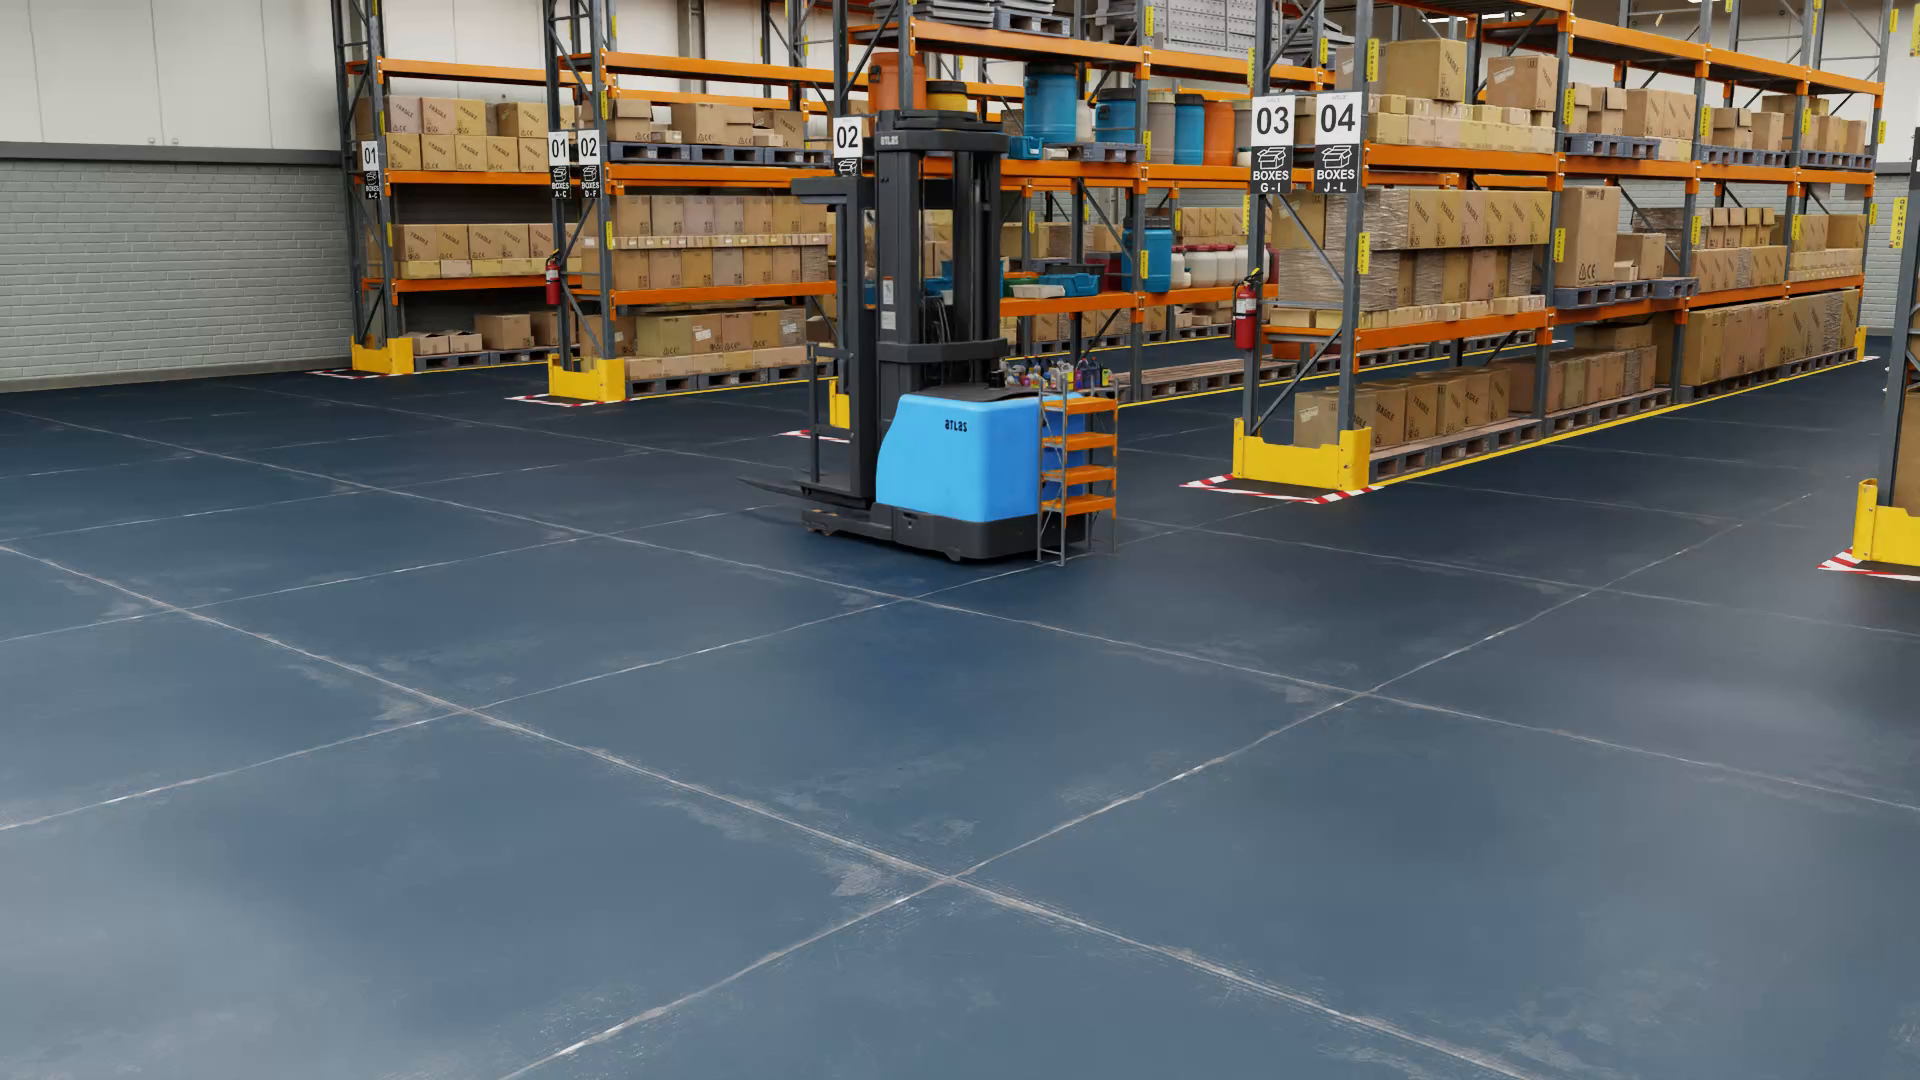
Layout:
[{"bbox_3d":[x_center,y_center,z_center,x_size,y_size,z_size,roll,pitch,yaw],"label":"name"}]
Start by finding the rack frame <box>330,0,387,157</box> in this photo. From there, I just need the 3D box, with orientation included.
[{"bbox_3d":[-8.315,-6.822,22.893,1.000,3.000,0.127,10,15,40],"label":"rack frame"}]

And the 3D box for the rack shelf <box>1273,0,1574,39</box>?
[{"bbox_3d":[4.167,-4.841,14.818,1.077,0.370,4.000,10,15,40],"label":"rack shelf"}]

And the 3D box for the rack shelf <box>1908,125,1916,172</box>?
[{"bbox_3d":[7.827,-2.715,11.826,1.077,0.370,4.000,10,15,40],"label":"rack shelf"}]

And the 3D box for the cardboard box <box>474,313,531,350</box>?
[{"bbox_3d":[-6.893,-3.146,25.062,0.700,0.500,0.500,9,14,37],"label":"cardboard box"}]

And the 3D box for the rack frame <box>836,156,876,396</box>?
[{"bbox_3d":[-0.873,-2.599,17.068,1.000,3.000,0.127,10,15,40],"label":"rack frame"}]

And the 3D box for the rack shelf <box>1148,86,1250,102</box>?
[{"bbox_3d":[4.650,-7.888,30.073,1.077,0.370,4.000,10,15,40],"label":"rack shelf"}]

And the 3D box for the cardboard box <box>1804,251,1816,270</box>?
[{"bbox_3d":[11.607,-3.905,23.226,0.500,0.250,0.500,10,15,40],"label":"cardboard box"}]

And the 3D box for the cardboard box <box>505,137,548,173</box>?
[{"bbox_3d":[-6.503,-5.733,24.793,0.500,0.500,0.500,9,14,38],"label":"cardboard box"}]

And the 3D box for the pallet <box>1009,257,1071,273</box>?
[{"bbox_3d":[1.084,-4.432,26.733,1.213,0.211,1.003,10,15,40],"label":"pallet"}]

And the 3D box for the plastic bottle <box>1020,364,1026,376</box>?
[{"bbox_3d":[0.729,-1.946,19.641,0.097,0.271,0.097,0,11,0],"label":"plastic bottle"}]

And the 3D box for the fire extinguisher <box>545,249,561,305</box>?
[{"bbox_3d":[-5.019,-3.245,20.498,0.296,0.674,0.183,10,15,40],"label":"fire extinguisher"}]

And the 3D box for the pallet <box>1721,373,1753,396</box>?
[{"bbox_3d":[9.511,-2.054,21.454,1.003,0.211,1.213,10,15,40],"label":"pallet"}]

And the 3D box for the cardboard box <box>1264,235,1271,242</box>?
[{"bbox_3d":[5.539,-5.466,31.162,0.500,0.500,0.500,10,15,41],"label":"cardboard box"}]

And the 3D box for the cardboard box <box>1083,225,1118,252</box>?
[{"bbox_3d":[2.210,-4.993,27.724,0.700,0.500,0.500,6,13,26],"label":"cardboard box"}]

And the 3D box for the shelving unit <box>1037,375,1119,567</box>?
[{"bbox_3d":[0.777,-0.463,10.964,0.503,1.200,0.258,-10,15,-41],"label":"shelving unit"}]

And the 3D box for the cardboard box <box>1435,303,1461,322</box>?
[{"bbox_3d":[4.277,-2.055,14.984,0.380,0.149,0.250,10,15,40],"label":"cardboard box"}]

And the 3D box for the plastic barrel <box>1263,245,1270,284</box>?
[{"bbox_3d":[3.889,-3.652,22.054,0.421,0.512,0.421,0,11,0],"label":"plastic barrel"}]

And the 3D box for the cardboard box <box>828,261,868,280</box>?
[{"bbox_3d":[-1.659,-3.833,23.629,0.500,0.250,0.500,11,16,44],"label":"cardboard box"}]

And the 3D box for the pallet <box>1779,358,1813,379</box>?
[{"bbox_3d":[11.329,-2.459,23.483,1.003,0.211,1.213,10,15,40],"label":"pallet"}]

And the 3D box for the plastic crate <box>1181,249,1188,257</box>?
[{"bbox_3d":[3.111,-3.610,21.962,0.402,0.464,0.583,10,15,40],"label":"plastic crate"}]

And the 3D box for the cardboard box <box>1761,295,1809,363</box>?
[{"bbox_3d":[11.264,-2.975,23.302,0.875,0.875,0.875,10,15,40],"label":"cardboard box"}]

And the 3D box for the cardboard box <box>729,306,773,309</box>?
[{"bbox_3d":[-2.817,-2.952,22.866,0.500,0.500,0.500,10,15,40],"label":"cardboard box"}]

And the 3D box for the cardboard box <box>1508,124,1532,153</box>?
[{"bbox_3d":[5.030,-3.769,15.646,0.500,0.250,0.500,10,15,42],"label":"cardboard box"}]

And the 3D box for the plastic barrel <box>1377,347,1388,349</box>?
[{"bbox_3d":[6.209,-3.360,25.160,0.600,0.901,0.708,10,15,40],"label":"plastic barrel"}]

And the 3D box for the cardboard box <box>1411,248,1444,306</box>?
[{"bbox_3d":[3.833,-2.388,14.996,0.875,0.500,0.500,10,15,40],"label":"cardboard box"}]

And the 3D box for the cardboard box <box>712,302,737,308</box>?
[{"bbox_3d":[-4.204,-3.797,28.323,0.700,0.500,0.500,10,15,40],"label":"cardboard box"}]

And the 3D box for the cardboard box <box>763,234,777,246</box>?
[{"bbox_3d":[-2.643,-3.979,22.063,0.380,0.149,0.250,10,15,40],"label":"cardboard box"}]

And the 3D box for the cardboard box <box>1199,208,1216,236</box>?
[{"bbox_3d":[4.192,-5.654,29.554,0.500,0.500,0.500,9,15,39],"label":"cardboard box"}]

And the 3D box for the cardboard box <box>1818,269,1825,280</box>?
[{"bbox_3d":[12.069,-3.793,23.683,0.380,0.149,0.250,10,15,41],"label":"cardboard box"}]

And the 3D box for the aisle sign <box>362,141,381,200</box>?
[{"bbox_3d":[-8.137,-5.106,22.979,0.394,0.787,0.004,10,15,40],"label":"aisle sign"}]

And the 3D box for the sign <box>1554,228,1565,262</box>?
[{"bbox_3d":[5.900,-2.903,16.377,0.100,0.325,0.005,10,15,40],"label":"sign"}]

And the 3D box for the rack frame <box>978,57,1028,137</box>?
[{"bbox_3d":[0.689,-7.359,25.582,1.000,3.000,0.127,10,15,40],"label":"rack frame"}]

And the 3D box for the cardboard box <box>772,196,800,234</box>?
[{"bbox_3d":[-2.572,-4.374,22.382,0.700,0.500,0.500,10,15,40],"label":"cardboard box"}]

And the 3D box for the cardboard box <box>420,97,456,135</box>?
[{"bbox_3d":[-7.509,-5.993,23.540,0.500,0.500,0.500,10,15,40],"label":"cardboard box"}]

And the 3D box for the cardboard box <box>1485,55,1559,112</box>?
[{"bbox_3d":[5.382,-4.359,15.930,0.500,0.500,0.500,9,15,39],"label":"cardboard box"}]

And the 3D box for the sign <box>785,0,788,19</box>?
[{"bbox_3d":[-2.367,-7.336,22.879,0.100,0.325,0.005,10,15,40],"label":"sign"}]

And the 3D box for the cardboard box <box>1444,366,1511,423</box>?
[{"bbox_3d":[5.194,-1.474,16.743,0.500,0.500,0.500,9,15,39],"label":"cardboard box"}]

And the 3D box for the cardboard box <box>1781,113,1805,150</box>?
[{"bbox_3d":[11.240,-5.622,22.962,0.700,0.500,0.500,9,14,37],"label":"cardboard box"}]

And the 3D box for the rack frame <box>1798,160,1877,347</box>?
[{"bbox_3d":[13.409,-4.313,25.647,1.000,3.000,0.127,10,15,40],"label":"rack frame"}]

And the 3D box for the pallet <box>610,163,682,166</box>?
[{"bbox_3d":[-5.187,-5.925,26.537,1.213,0.211,1.003,10,15,40],"label":"pallet"}]

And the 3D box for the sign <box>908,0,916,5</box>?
[{"bbox_3d":[-0.463,-5.367,16.141,0.100,0.325,0.005,10,15,40],"label":"sign"}]

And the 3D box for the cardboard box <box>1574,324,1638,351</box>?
[{"bbox_3d":[7.366,-2.312,18.972,0.500,0.250,0.500,-10,15,-41],"label":"cardboard box"}]

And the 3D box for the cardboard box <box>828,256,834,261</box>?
[{"bbox_3d":[-2.470,-4.998,29.669,0.380,0.149,0.250,10,15,41],"label":"cardboard box"}]

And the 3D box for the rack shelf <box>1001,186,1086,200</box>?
[{"bbox_3d":[0.926,-7.058,33.570,1.077,0.370,4.000,10,15,40],"label":"rack shelf"}]

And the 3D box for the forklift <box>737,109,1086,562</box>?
[{"bbox_3d":[-0.495,-1.525,11.863,1.130,2.935,3.031,-10,15,-41],"label":"forklift"}]

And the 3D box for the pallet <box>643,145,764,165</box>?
[{"bbox_3d":[-3.300,-4.949,21.398,1.003,0.211,1.213,10,15,40],"label":"pallet"}]

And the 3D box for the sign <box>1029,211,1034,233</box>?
[{"bbox_3d":[1.108,-4.914,25.699,0.100,0.325,0.005,10,15,40],"label":"sign"}]

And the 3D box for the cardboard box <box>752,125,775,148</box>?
[{"bbox_3d":[-2.838,-5.411,22.285,0.500,0.311,0.500,9,14,37],"label":"cardboard box"}]

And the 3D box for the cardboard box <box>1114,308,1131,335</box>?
[{"bbox_3d":[2.555,-3.741,28.041,0.500,0.500,0.500,10,15,41],"label":"cardboard box"}]

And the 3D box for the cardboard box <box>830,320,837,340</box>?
[{"bbox_3d":[-1.491,-2.990,23.540,0.500,0.311,0.500,10,15,41],"label":"cardboard box"}]

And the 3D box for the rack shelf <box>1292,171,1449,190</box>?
[{"bbox_3d":[5.728,-5.189,24.210,1.077,0.370,4.000,10,15,40],"label":"rack shelf"}]

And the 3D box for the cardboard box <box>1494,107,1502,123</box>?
[{"bbox_3d":[4.756,-3.907,15.322,0.380,0.149,0.250,11,15,42],"label":"cardboard box"}]

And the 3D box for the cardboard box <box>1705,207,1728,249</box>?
[{"bbox_3d":[9.055,-3.878,20.653,0.797,0.503,0.637,10,15,42],"label":"cardboard box"}]

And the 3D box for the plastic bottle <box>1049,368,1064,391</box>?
[{"bbox_3d":[1.108,-1.837,19.080,0.152,0.276,0.135,10,15,41],"label":"plastic bottle"}]

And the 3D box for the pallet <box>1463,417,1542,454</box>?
[{"bbox_3d":[5.071,-1.077,16.563,1.003,0.211,1.213,10,15,40],"label":"pallet"}]

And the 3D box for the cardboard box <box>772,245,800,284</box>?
[{"bbox_3d":[-2.583,-3.733,22.490,0.700,0.500,0.500,10,15,40],"label":"cardboard box"}]
